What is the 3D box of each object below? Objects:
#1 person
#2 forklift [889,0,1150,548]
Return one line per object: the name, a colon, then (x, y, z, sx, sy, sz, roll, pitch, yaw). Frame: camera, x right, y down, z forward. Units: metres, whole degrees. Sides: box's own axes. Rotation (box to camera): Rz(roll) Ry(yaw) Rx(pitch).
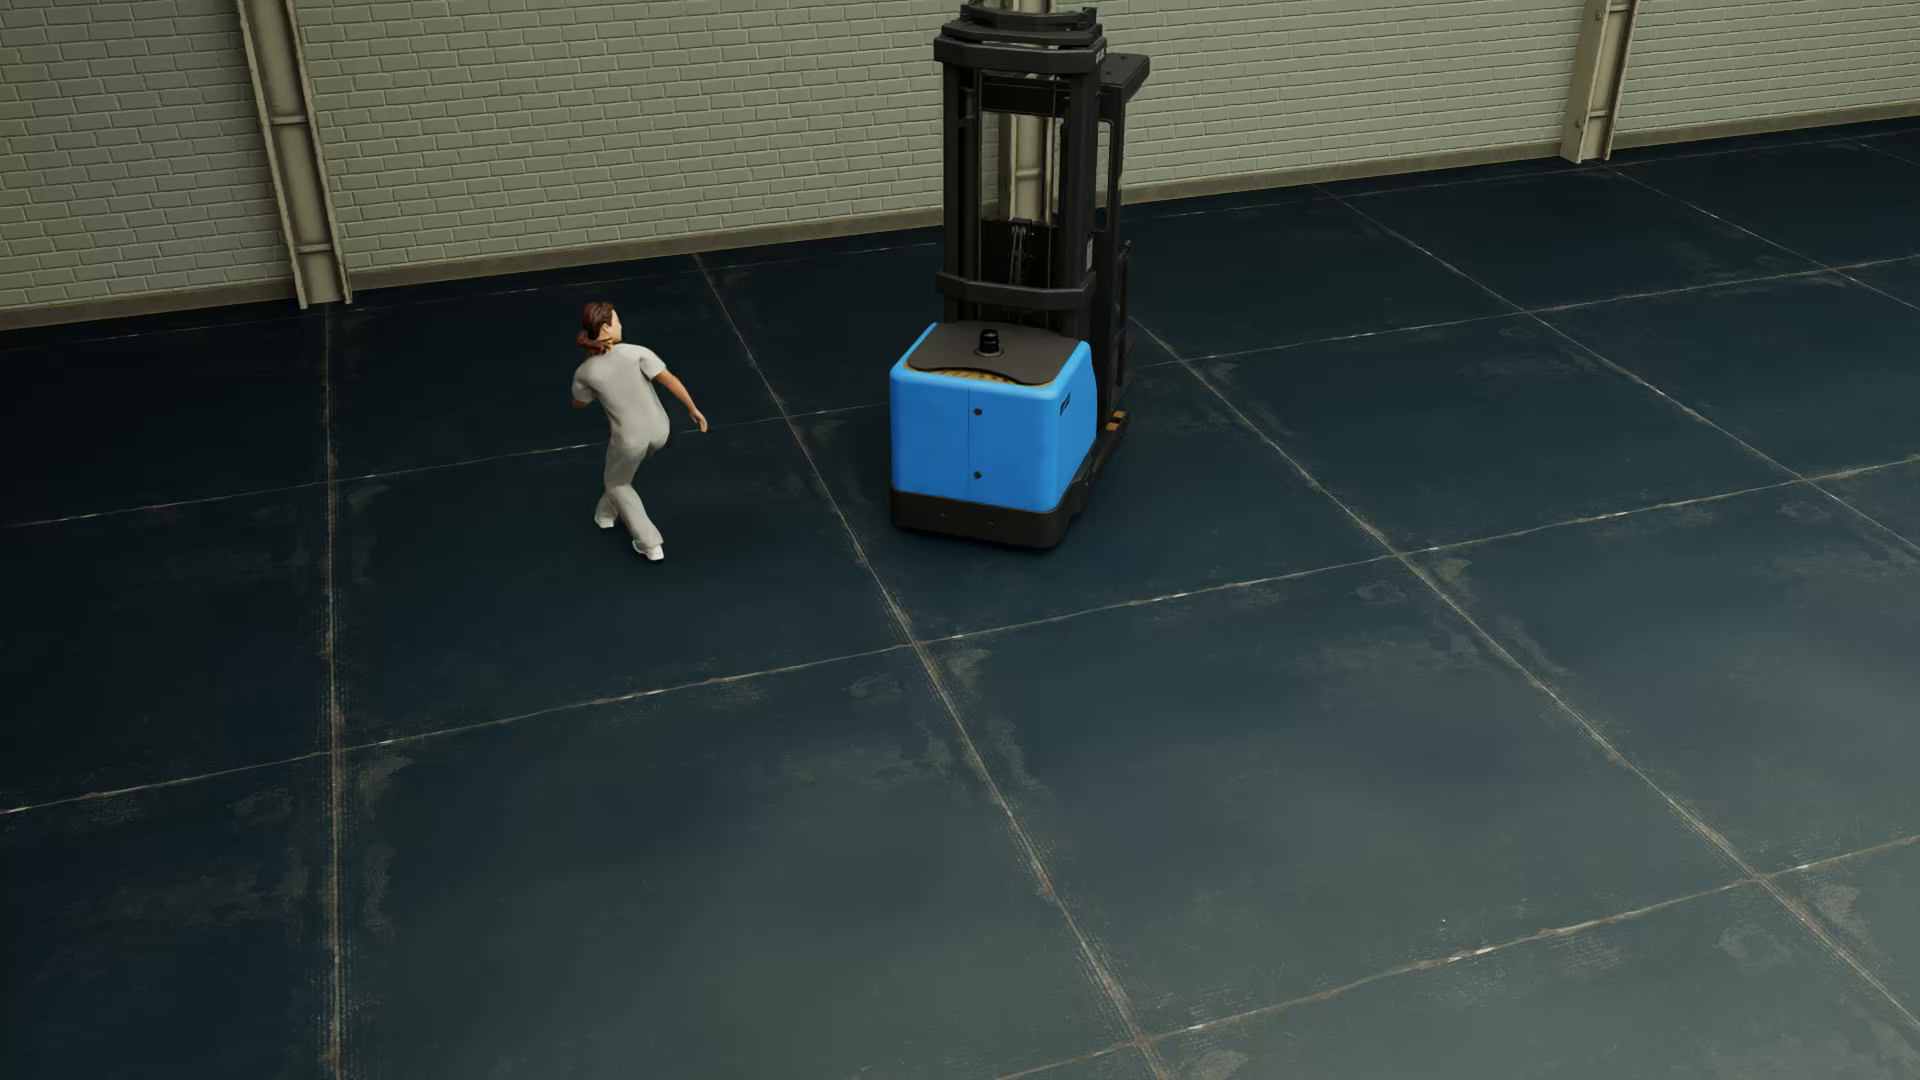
person: (-1.897, -0.692, 9.711, 0.676, 1.519, 0.750, -15, 33, -24)
forklift: (0.516, -1.942, 10.463, 1.130, 2.935, 3.031, 9, 31, 16)
